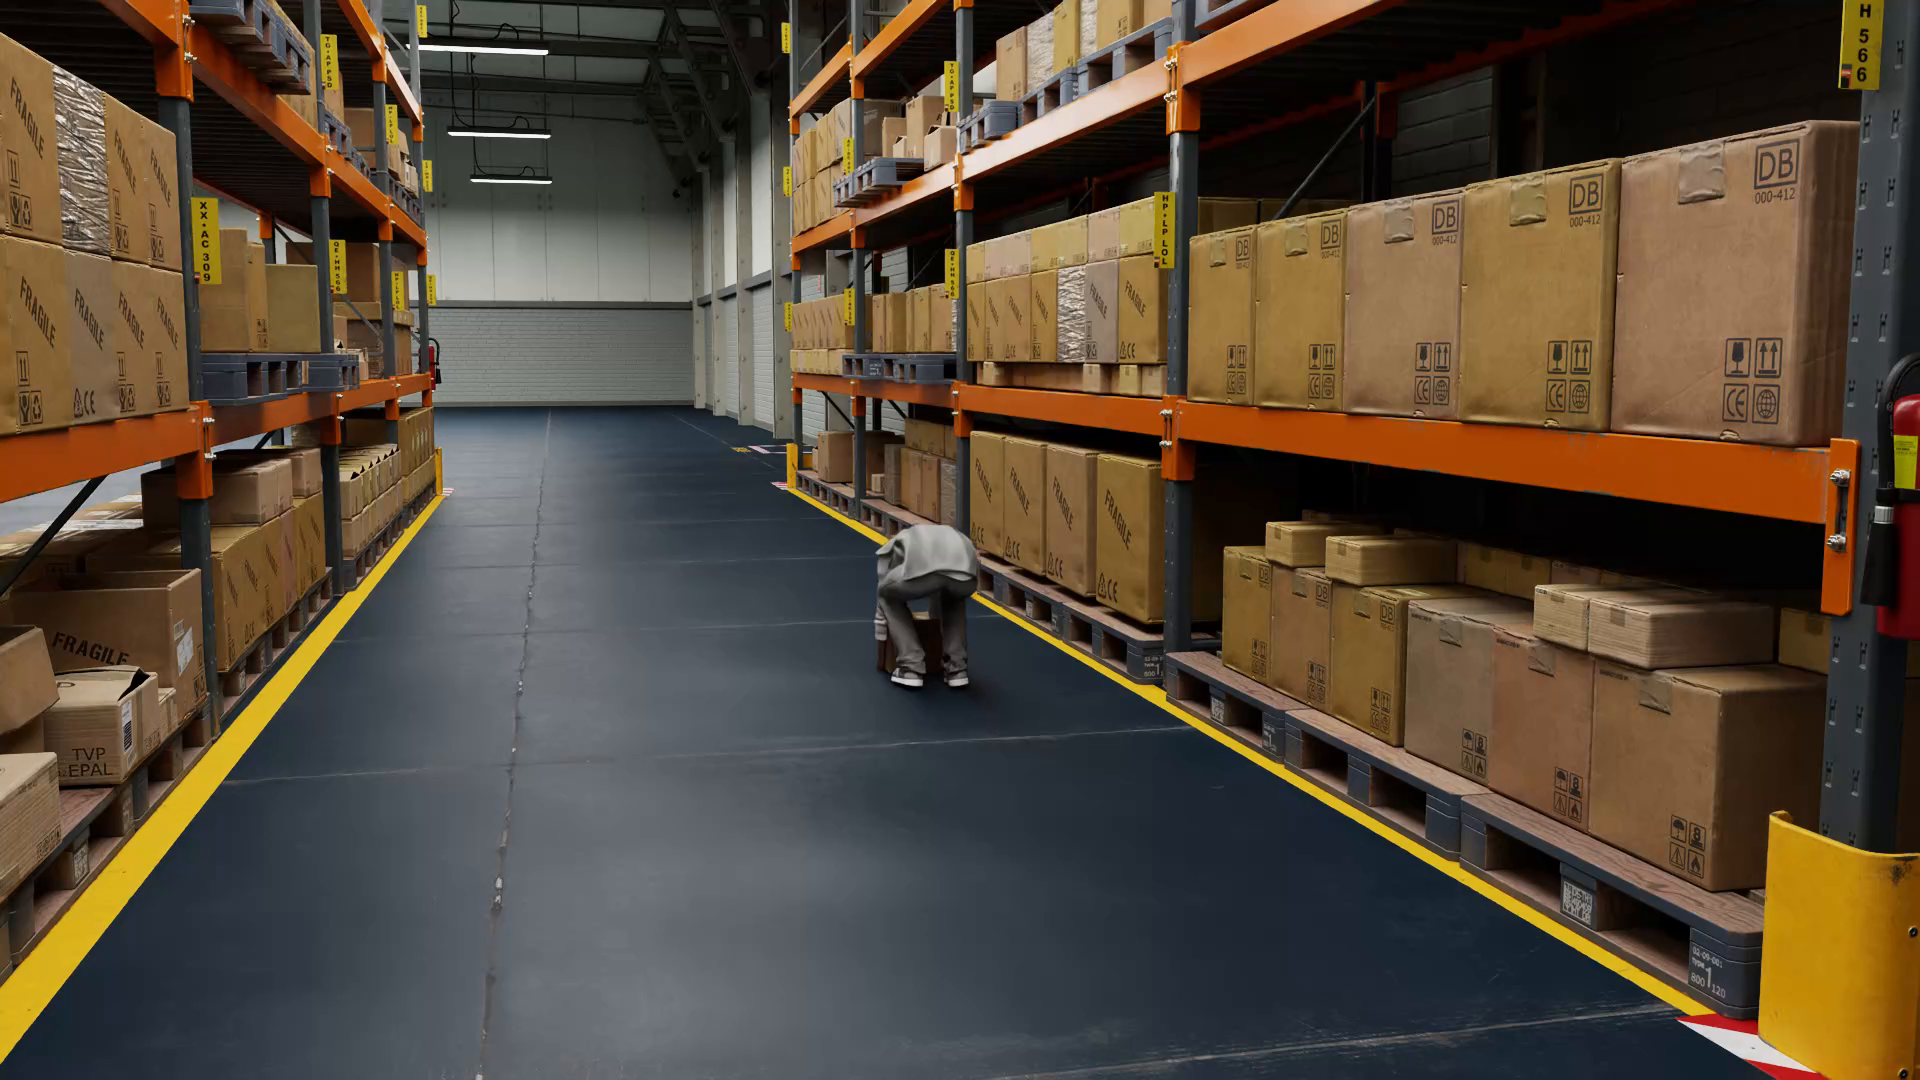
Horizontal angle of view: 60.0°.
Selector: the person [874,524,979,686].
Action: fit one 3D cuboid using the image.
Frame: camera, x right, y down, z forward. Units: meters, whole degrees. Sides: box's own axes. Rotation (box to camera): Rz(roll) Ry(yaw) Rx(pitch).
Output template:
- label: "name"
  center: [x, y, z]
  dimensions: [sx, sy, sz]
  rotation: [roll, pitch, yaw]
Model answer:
- label: "person"
  center: [-0.168, 0.293, 7.692]
  dimensions: [0.421, 0.768, 0.872]
  rotation: [-2, 7, -15]
